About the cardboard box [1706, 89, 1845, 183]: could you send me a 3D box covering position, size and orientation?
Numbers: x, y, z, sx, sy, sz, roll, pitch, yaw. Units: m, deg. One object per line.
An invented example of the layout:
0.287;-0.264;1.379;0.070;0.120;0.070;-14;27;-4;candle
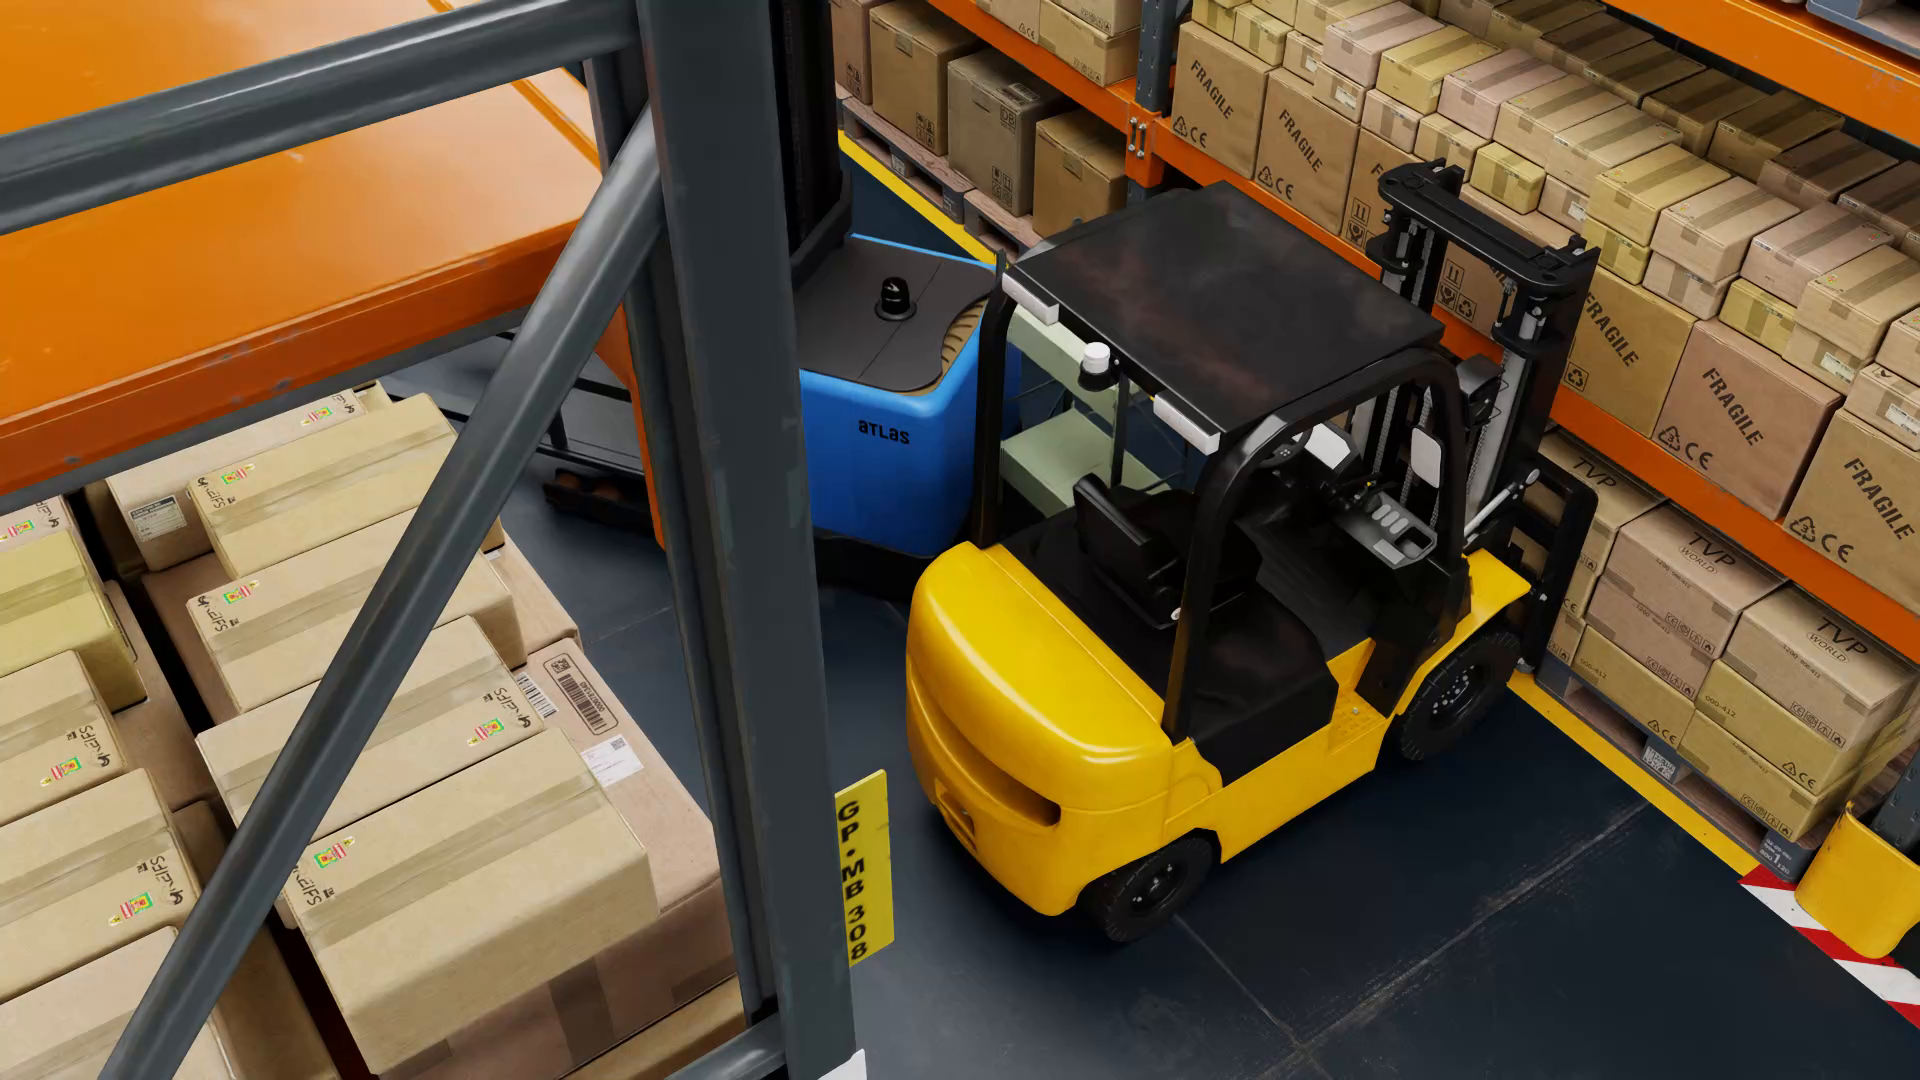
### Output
2.831;-1.397;5.775;0.380;0.149;0.250;-27;50;-25;cardboard box

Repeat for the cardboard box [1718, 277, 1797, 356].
2.674;-0.771;5.334;0.380;0.149;0.250;-26;49;-25;cardboard box

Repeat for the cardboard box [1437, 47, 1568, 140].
1.956;-1.613;6.001;0.380;0.149;0.250;-26;49;-25;cardboard box

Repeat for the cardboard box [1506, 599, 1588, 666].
2.420;0.163;6.585;0.500;0.250;0.500;-25;49;-24;cardboard box

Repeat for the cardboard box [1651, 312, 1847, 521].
2.717;-0.474;5.493;0.500;0.500;0.500;-24;49;-23;cardboard box

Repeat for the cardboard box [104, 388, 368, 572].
-1.154;-0.143;2.651;0.380;0.149;0.250;-26;49;-25;cardboard box

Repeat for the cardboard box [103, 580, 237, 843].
-1.356;0.385;2.386;0.500;0.250;0.500;-26;50;-25;cardboard box

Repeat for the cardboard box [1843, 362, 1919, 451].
2.904;-0.455;5.003;0.380;0.149;0.250;-25;49;-24;cardboard box

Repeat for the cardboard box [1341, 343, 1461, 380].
1.812;-0.781;6.850;0.500;0.250;0.500;-24;49;-23;cardboard box

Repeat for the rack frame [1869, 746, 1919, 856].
3.503;0.034;5.033;1.000;3.000;0.127;-26;49;-24;rack frame

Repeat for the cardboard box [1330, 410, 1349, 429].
1.806;-0.600;7.022;0.500;0.250;0.500;-26;50;-25;cardboard box

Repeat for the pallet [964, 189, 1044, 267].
0.761;-1.624;8.789;1.003;0.211;1.213;-26;49;-24;pallet

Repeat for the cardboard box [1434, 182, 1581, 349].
2.127;-1.045;6.091;0.500;0.500;0.500;-25;49;-24;cardboard box

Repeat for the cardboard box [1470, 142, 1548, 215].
2.050;-1.334;5.924;0.380;0.149;0.250;-27;50;-25;cardboard box

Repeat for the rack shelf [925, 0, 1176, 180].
0.071;-3.104;8.841;1.077;0.370;4.000;-26;49;-24;rack shelf

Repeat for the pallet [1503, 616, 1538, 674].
2.337;-0.064;7.155;1.003;0.211;1.213;-26;49;-24;pallet

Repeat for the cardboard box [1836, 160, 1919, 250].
3.072;-1.070;5.432;0.380;0.149;0.250;-25;49;-24;cardboard box

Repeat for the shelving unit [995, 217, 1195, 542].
0.516;-0.403;6.577;0.431;1.500;0.755;-26;50;-25;shelving unit

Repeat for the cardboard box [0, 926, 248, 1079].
-1.002;0.640;1.831;0.380;0.149;0.250;-25;49;-24;cardboard box

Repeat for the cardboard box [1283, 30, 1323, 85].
1.503;-1.935;6.553;0.380;0.149;0.250;-26;49;-25;cardboard box

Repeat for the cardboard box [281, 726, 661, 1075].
-0.602;0.433;2.047;0.380;0.149;0.250;-26;49;-25;cardboard box

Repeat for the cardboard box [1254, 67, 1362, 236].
1.566;-1.624;6.698;0.500;0.500;0.500;-25;49;-24;cardboard box

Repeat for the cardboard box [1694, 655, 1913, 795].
2.968;0.544;5.824;0.500;0.250;0.500;-26;50;-25;cardboard box

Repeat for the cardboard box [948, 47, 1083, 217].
0.469;-2.258;8.849;0.875;0.625;0.625;-26;50;-25;cardboard box

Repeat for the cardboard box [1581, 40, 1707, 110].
2.471;-1.654;6.044;0.380;0.149;0.250;-24;49;-23;cardboard box

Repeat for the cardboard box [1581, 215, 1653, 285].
2.321;-1.039;5.615;0.380;0.149;0.250;-25;49;-24;cardboard box

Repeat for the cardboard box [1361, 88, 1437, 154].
1.732;-1.617;6.220;0.380;0.149;0.250;-26;50;-25;cardboard box

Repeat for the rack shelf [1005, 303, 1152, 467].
0.516;-0.686;6.308;0.431;0.370;0.720;-26;50;-25;rack shelf

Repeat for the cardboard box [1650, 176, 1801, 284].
2.465;-1.003;5.361;0.380;0.149;0.250;-25;49;-23;cardboard box

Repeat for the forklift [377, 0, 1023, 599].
-1.293;-1.463;6.650;3.031;2.935;1.130;15;46;16;forklift

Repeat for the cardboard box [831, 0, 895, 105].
-0.348;-3.064;9.694;0.875;0.625;0.625;-24;49;-23;cardboard box

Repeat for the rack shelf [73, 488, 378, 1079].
-1.710;0.040;3.376;1.077;0.370;4.000;-26;49;-24;rack shelf

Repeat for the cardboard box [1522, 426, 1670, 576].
2.390;-0.191;6.232;0.500;0.250;0.500;-25;49;-24;cardboard box

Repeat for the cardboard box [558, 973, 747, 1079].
-0.489;0.687;2.359;0.380;0.149;0.250;-26;49;-24;cardboard box

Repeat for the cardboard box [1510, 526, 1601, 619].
2.378;-0.028;6.423;0.500;0.250;0.500;-27;50;-25;cardboard box

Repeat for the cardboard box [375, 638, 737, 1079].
-0.635;0.469;2.298;0.500;0.250;0.500;-27;50;-25;cardboard box

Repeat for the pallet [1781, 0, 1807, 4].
2.418;-2.121;5.182;1.003;0.211;1.213;-26;49;-24;pallet

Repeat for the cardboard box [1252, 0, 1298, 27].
1.392;-2.206;6.622;0.380;0.149;0.250;-25;49;-24;cardboard box

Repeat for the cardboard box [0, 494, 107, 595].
-1.516;0.036;2.463;0.380;0.149;0.250;-26;49;-24;cardboard box

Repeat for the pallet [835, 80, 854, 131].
-0.635;-3.006;10.237;1.003;0.211;1.213;-26;49;-24;pallet

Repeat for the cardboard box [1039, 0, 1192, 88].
0.712;-2.359;7.648;0.500;0.250;0.500;-25;49;-24;cardboard box

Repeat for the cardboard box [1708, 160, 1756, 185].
2.844;-1.287;5.875;0.380;0.149;0.250;-24;49;-23;cardboard box

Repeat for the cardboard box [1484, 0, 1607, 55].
2.244;-1.973;6.378;0.380;0.149;0.250;-26;50;-25;cardboard box

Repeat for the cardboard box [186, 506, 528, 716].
-0.852;0.131;2.364;0.380;0.149;0.250;-26;49;-24;cardboard box

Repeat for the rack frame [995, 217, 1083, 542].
0.303;-0.609;6.792;0.400;1.500;0.023;-26;50;-25;rack frame

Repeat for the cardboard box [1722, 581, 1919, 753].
2.984;0.378;5.636;0.500;0.250;0.500;-24;49;-23;cardboard box

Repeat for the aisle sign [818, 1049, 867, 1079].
-0.276;0.970;2.170;0.394;0.787;0.004;-26;49;-24;aisle sign

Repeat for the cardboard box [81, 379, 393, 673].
-1.231;-0.103;2.897;0.500;0.250;0.500;-24;49;-23;cardboard box

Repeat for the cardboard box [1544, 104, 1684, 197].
2.243;-1.330;5.704;0.380;0.149;0.250;-25;49;-24;cardboard box

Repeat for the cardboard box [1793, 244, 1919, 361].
2.787;-0.728;5.074;0.380;0.149;0.250;-25;49;-24;cardboard box

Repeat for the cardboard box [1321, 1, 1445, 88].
1.594;-1.872;6.272;0.380;0.149;0.250;-25;49;-24;cardboard box

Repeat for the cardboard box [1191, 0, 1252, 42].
1.181;-2.217;6.849;0.380;0.149;0.250;-26;50;-25;cardboard box

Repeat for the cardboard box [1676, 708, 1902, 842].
2.975;0.736;5.985;0.500;0.250;0.500;-25;49;-24;cardboard box

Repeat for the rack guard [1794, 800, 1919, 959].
3.517;0.952;5.882;1.175;0.500;0.348;-26;49;-24;rack guard

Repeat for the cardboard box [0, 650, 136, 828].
-1.279;0.341;2.143;0.380;0.149;0.250;-26;50;-25;cardboard box

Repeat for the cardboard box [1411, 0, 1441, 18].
1.917;-2.245;6.663;0.380;0.149;0.250;-26;50;-25;cardboard box

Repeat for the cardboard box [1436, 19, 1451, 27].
2.105;-2.008;6.630;0.380;0.149;0.250;-25;49;-24;cardboard box
